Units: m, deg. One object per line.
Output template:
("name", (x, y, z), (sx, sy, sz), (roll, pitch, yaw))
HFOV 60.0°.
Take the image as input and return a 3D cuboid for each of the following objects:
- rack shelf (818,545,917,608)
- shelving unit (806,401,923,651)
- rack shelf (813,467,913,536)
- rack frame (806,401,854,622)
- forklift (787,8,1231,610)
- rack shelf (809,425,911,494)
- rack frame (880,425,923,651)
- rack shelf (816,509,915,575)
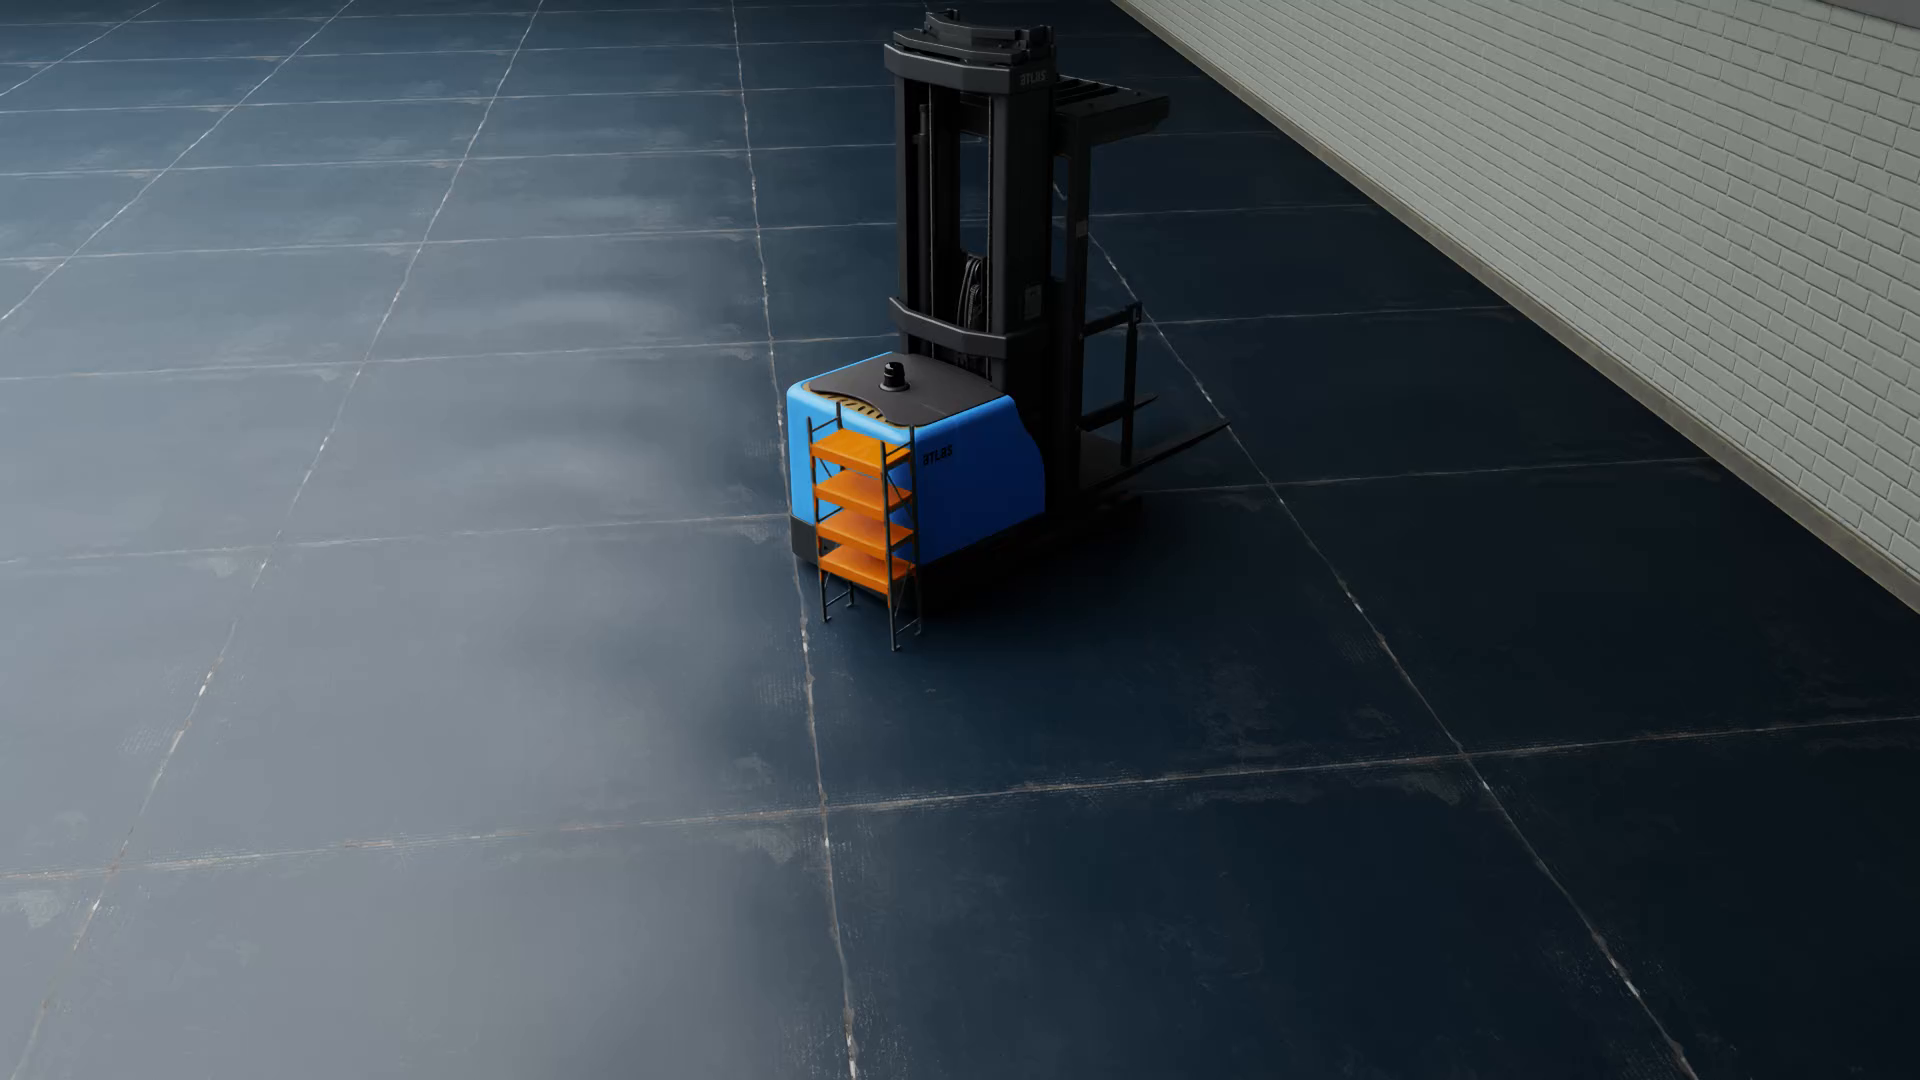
("rack shelf", (-0.474, 0.167, 8.679), (0.480, 0.148, 0.258), (20, 36, 34))
("shelving unit", (-0.481, -0.065, 8.549), (0.503, 1.200, 0.258), (20, 36, 34))
("rack shelf", (-0.486, -0.201, 8.473), (0.480, 0.148, 0.258), (20, 36, 34))
("rack frame", (-0.673, -0.134, 8.684), (0.015, 1.200, 0.240), (20, 36, 34))
("forklift", (0.444, -1.503, 9.469), (3.031, 2.935, 1.130), (-24, 36, -39))
("rack shelf", (-0.492, -0.408, 8.358), (0.480, 0.148, 0.258), (20, 36, 34))
("rack frame", (-0.290, 0.004, 8.414), (0.015, 1.200, 0.240), (20, 36, 34))
("rack shelf", (-0.479, -0.006, 8.582), (0.480, 0.148, 0.258), (20, 36, 34))
